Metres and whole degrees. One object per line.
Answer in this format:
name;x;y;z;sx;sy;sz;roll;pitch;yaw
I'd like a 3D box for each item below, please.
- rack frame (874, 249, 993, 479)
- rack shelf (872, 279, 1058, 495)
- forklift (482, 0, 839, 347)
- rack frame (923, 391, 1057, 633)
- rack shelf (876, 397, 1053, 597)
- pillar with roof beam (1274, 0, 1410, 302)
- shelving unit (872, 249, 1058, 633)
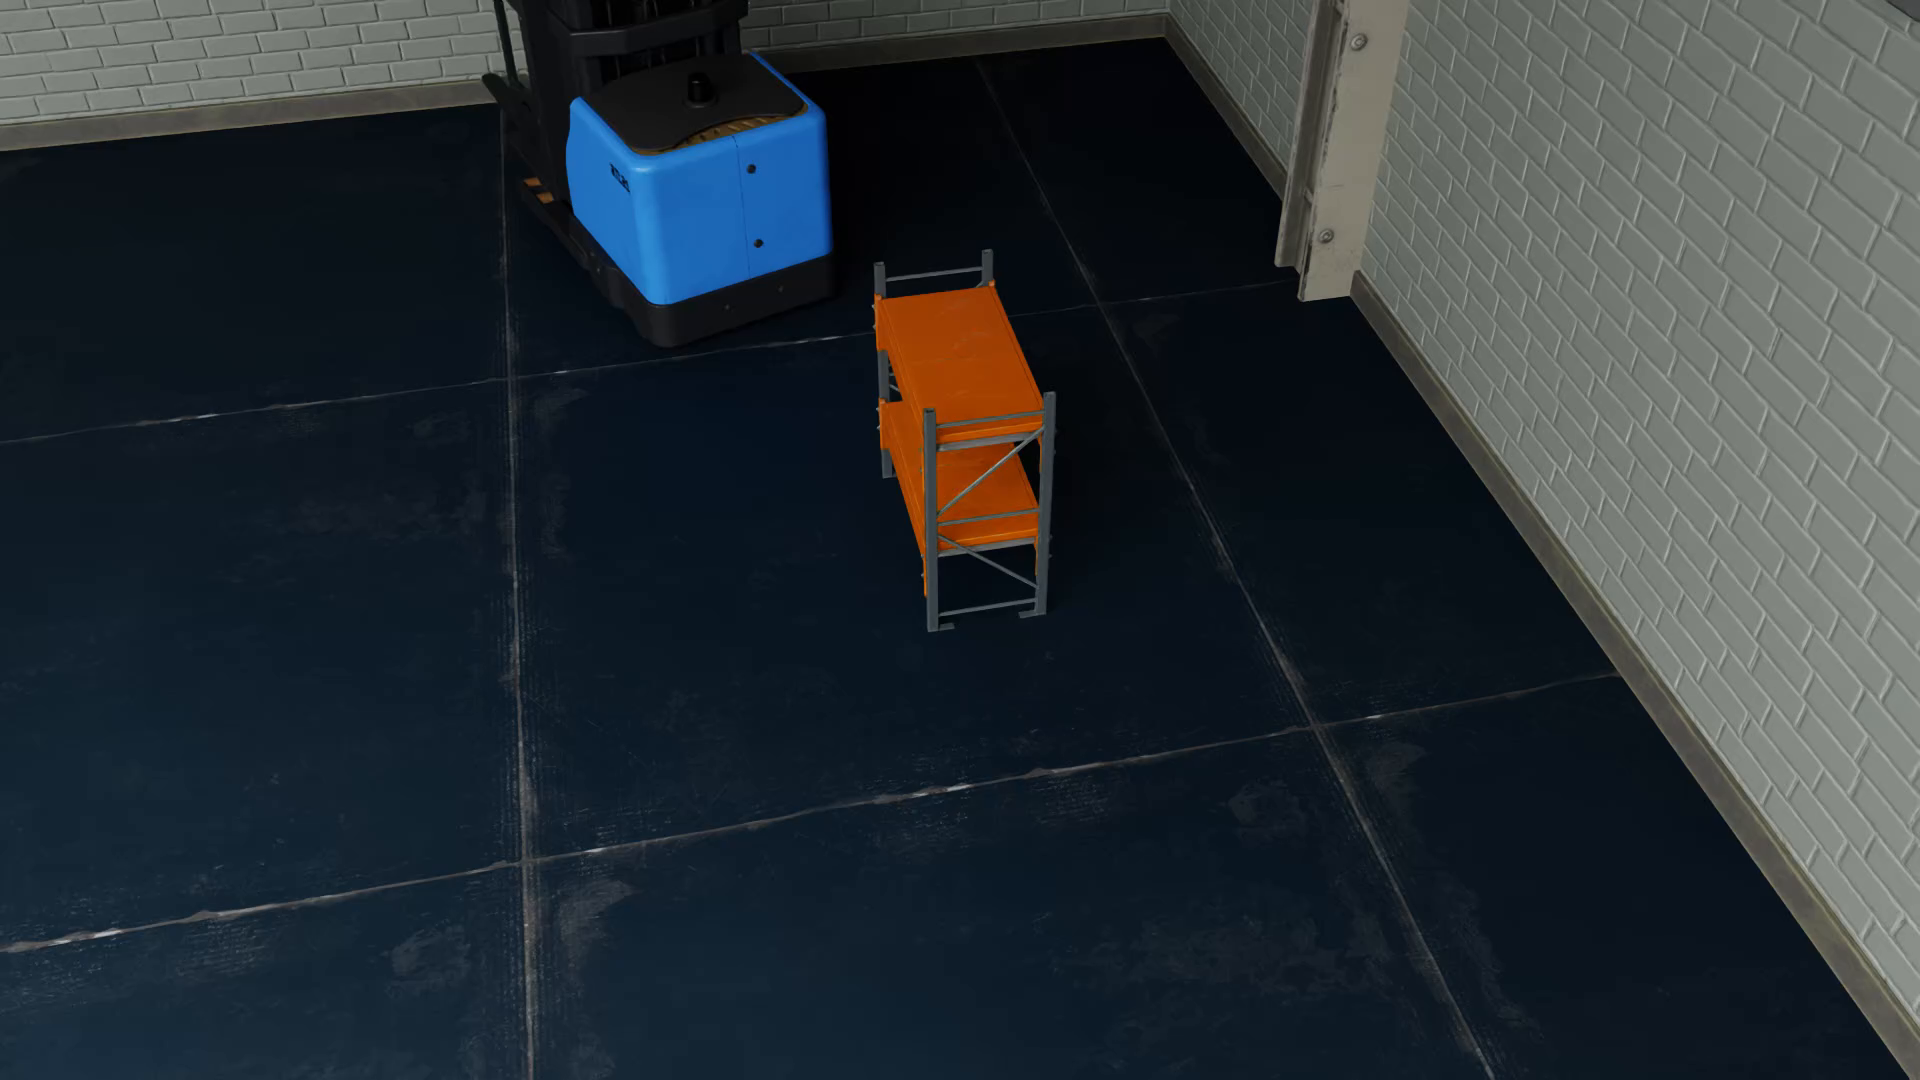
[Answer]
rack frame;-0.108;-0.746;7.243;0.500;1.125;0.032;-8;42;-9
rack shelf;0.001;-0.635;6.677;0.538;0.278;1.000;-8;42;-9
forklift;-1.824;-3.005;8.428;1.130;2.935;3.031;-22;46;-23
rack frame;0.111;-0.087;6.500;0.500;1.125;0.032;-8;42;-9
rack shelf;0.001;-0.233;7.034;0.538;0.278;1.000;-8;42;-9
pillar with roof beam;-2.325;-4.138;5.133;9.100;9.000;0.400;-8;42;-9
shelving unit;0.001;-0.416;6.872;0.538;1.125;1.048;-8;42;-9
